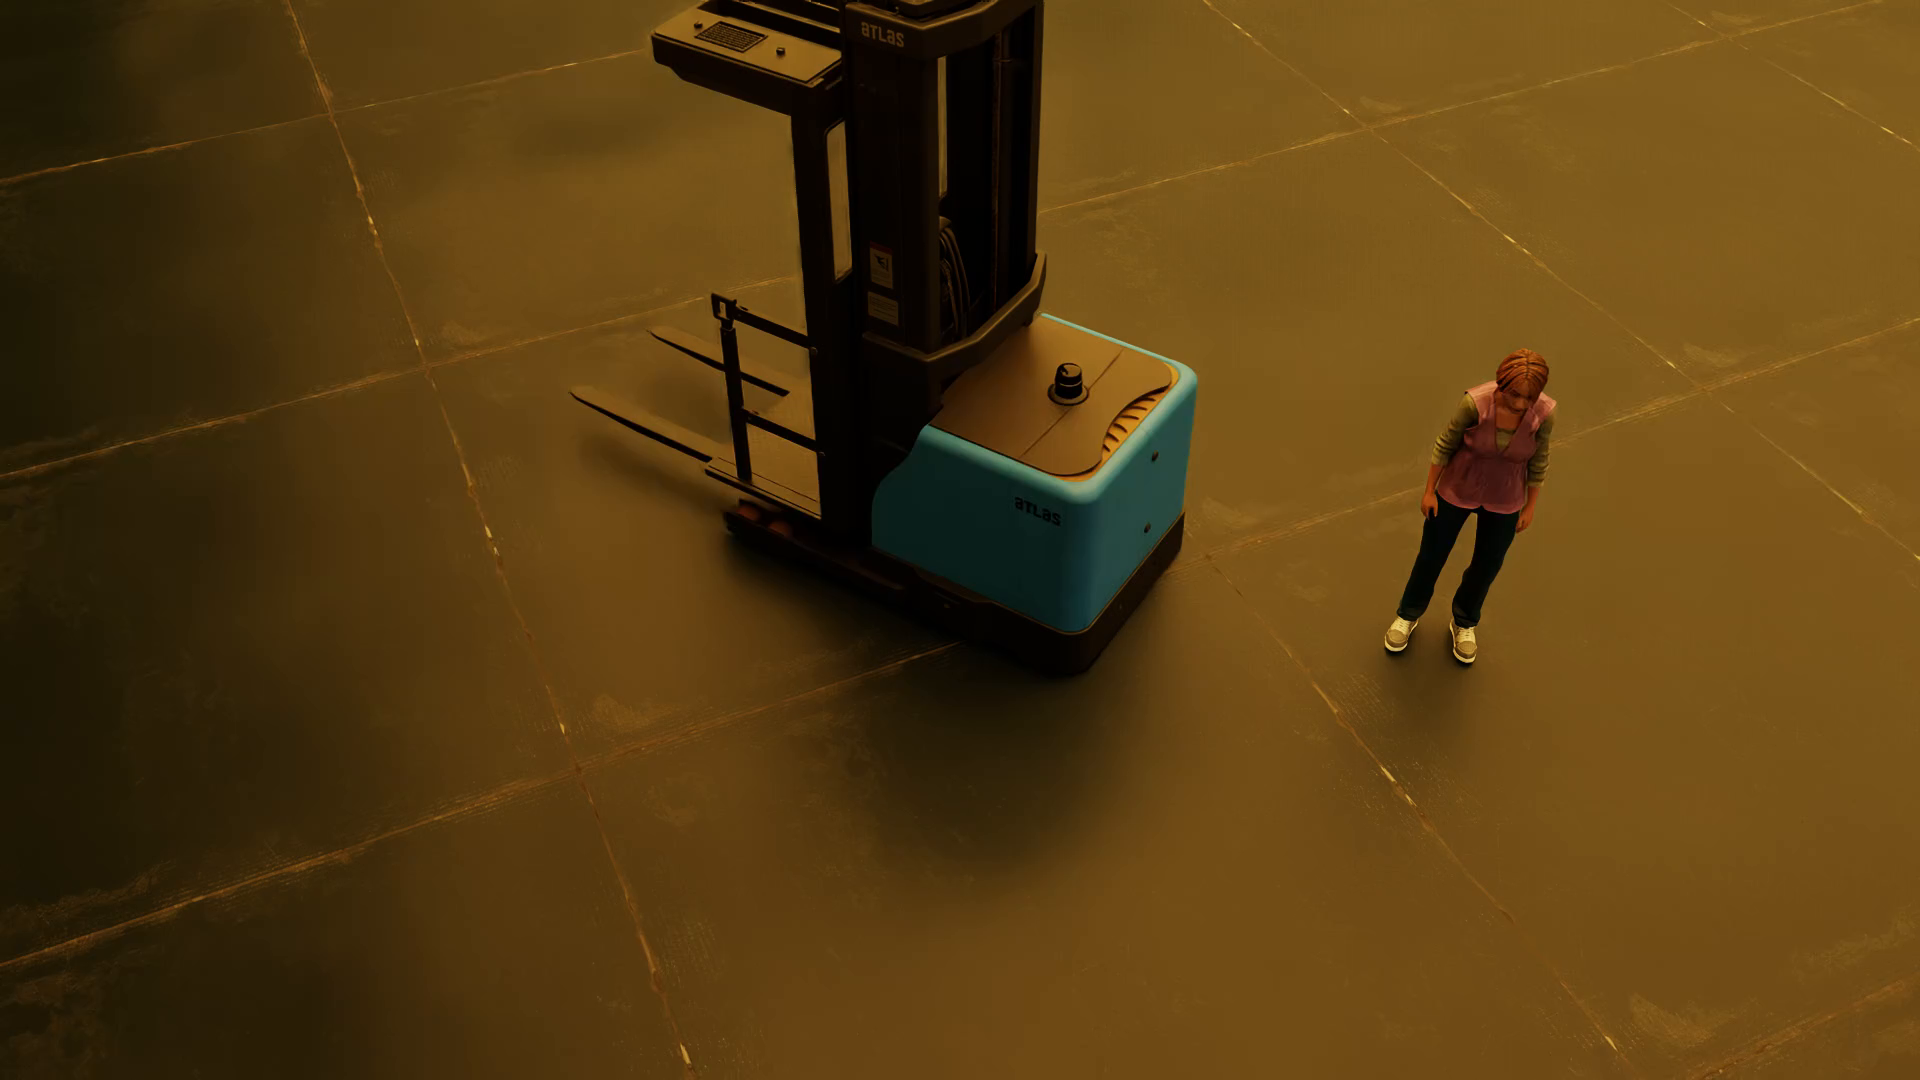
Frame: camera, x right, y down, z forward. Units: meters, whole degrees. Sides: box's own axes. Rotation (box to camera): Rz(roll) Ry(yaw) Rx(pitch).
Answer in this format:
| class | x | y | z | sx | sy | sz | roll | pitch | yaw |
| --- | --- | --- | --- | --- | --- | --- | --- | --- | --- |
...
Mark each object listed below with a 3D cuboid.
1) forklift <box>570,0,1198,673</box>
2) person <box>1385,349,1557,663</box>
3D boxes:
| class | x | y | z | sx | sy | sz | roll | pitch | yaw |
| --- | --- | --- | --- | --- | --- | --- | --- | --- | --- |
| forklift | -0.493 | -1.281 | 7.052 | 3.031 | 2.935 | 1.130 | 24 | 48 | 23 |
| person | 2.127 | -0.159 | 6.833 | 0.476 | 1.592 | 0.347 | 9 | 44 | 9 |
